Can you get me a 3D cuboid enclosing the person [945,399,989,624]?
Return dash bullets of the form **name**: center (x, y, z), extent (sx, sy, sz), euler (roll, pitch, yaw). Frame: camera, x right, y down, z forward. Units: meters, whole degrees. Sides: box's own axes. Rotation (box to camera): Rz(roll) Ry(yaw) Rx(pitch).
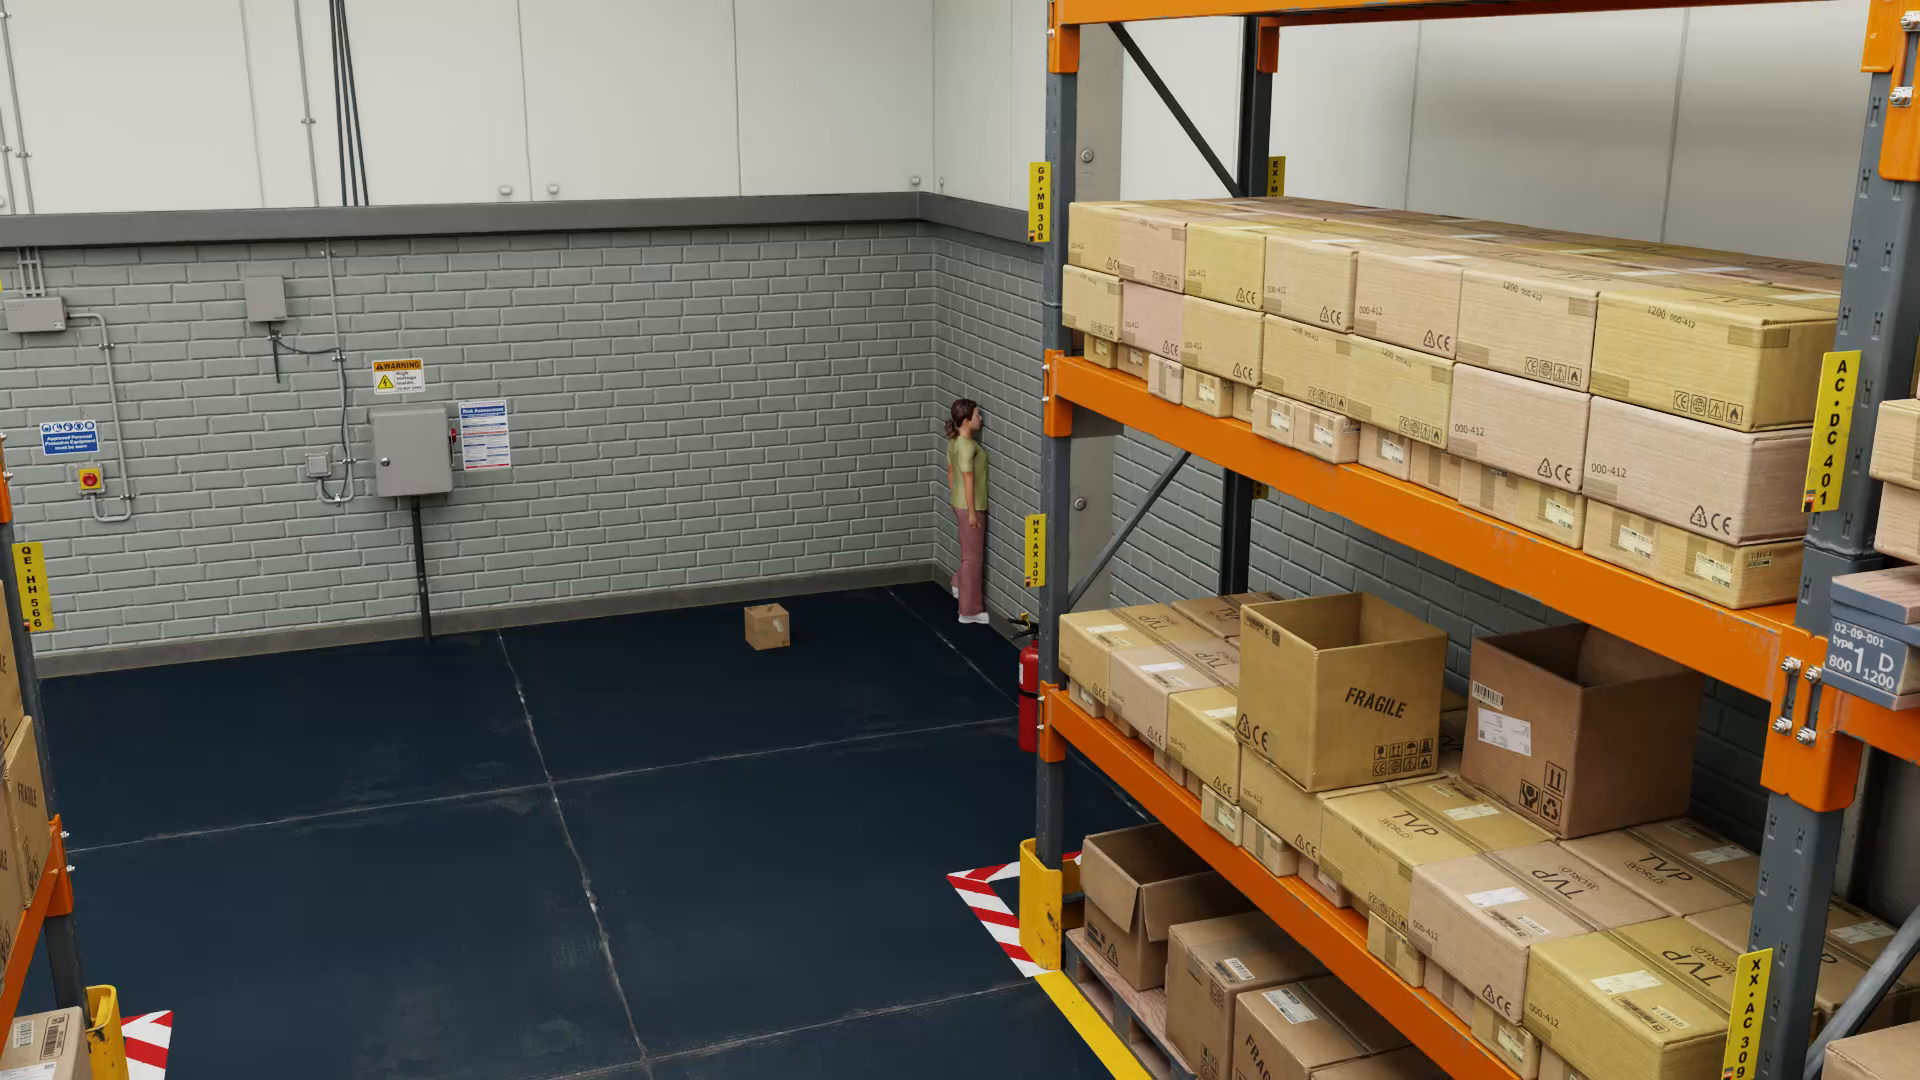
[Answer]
- **person**: center (0.114, -0.226, 12.333), extent (0.479, 1.673, 0.432), euler (-4, 16, -15)
